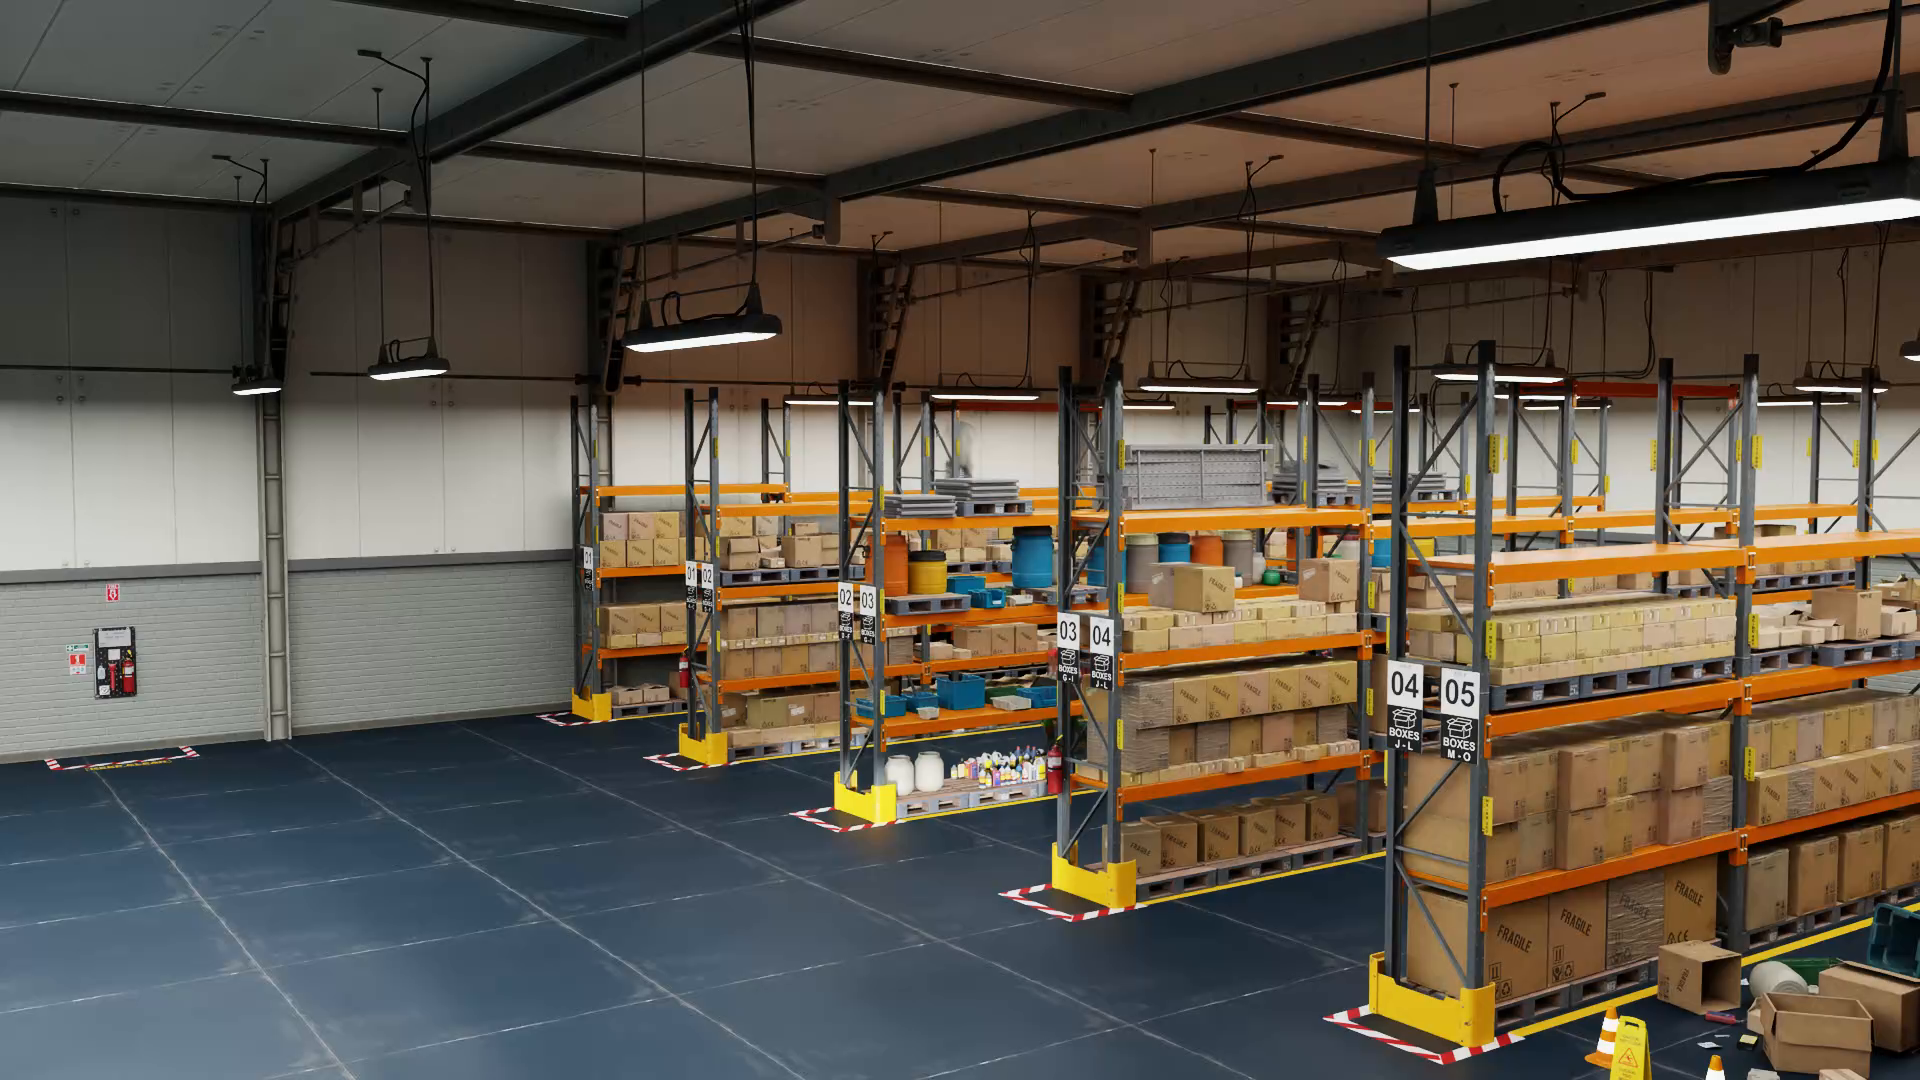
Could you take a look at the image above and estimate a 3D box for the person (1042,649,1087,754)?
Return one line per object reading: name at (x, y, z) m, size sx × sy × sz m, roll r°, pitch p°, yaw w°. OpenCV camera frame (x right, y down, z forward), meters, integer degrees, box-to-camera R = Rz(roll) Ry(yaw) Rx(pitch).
person at (1.721, 2.652, 27.279) m, size 0.974 × 1.784 × 0.649 m, roll -3°, pitch 5°, yaw -42°
